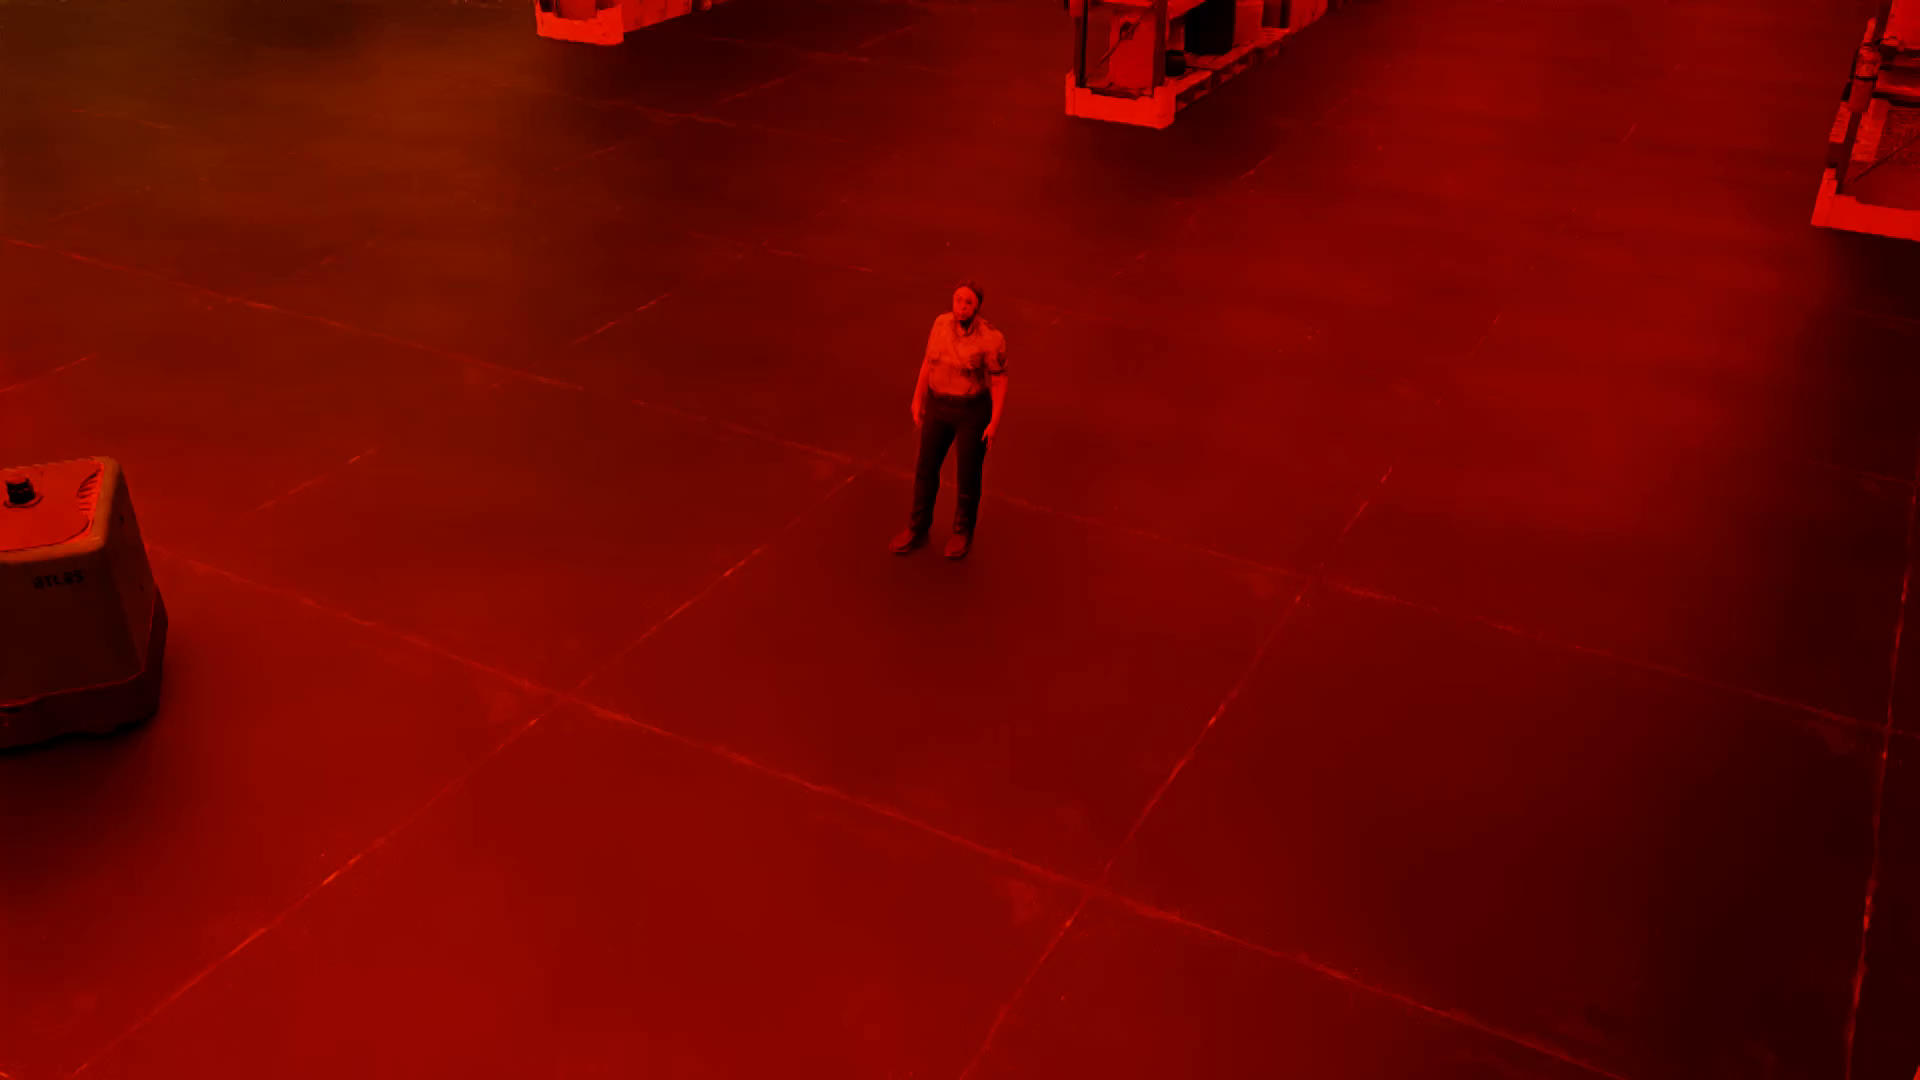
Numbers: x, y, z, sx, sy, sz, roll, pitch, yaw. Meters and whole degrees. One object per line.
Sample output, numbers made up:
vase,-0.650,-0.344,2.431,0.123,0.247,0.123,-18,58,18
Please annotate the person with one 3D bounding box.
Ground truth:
person,-0.064,-0.681,9.531,0.599,1.640,0.501,15,33,25

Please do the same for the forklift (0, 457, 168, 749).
forklift,-5.631,-0.323,7.631,3.031,2.935,1.130,-10,31,-16
